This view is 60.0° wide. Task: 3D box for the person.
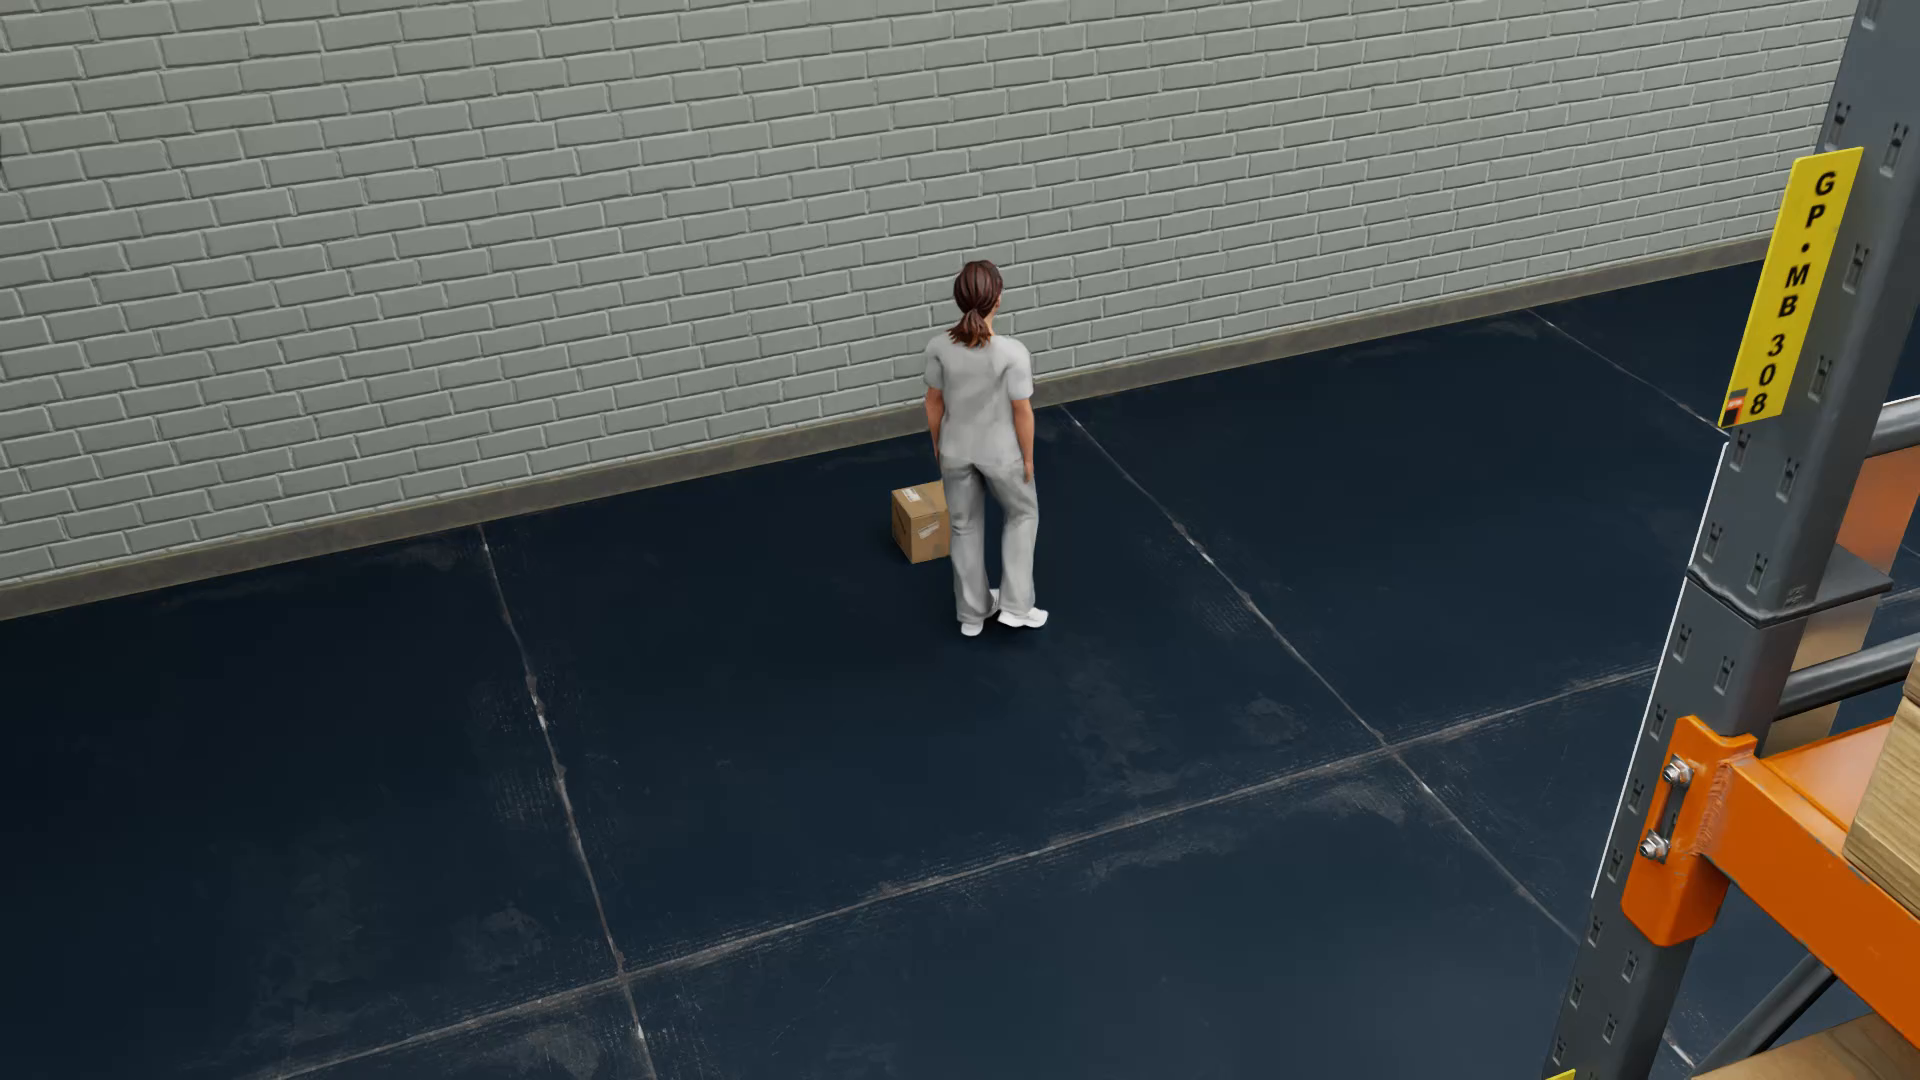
[{"bbox_3d":[0.108,-0.319,6.648,0.498,1.716,0.404,9,35,13],"label":"person"}]
